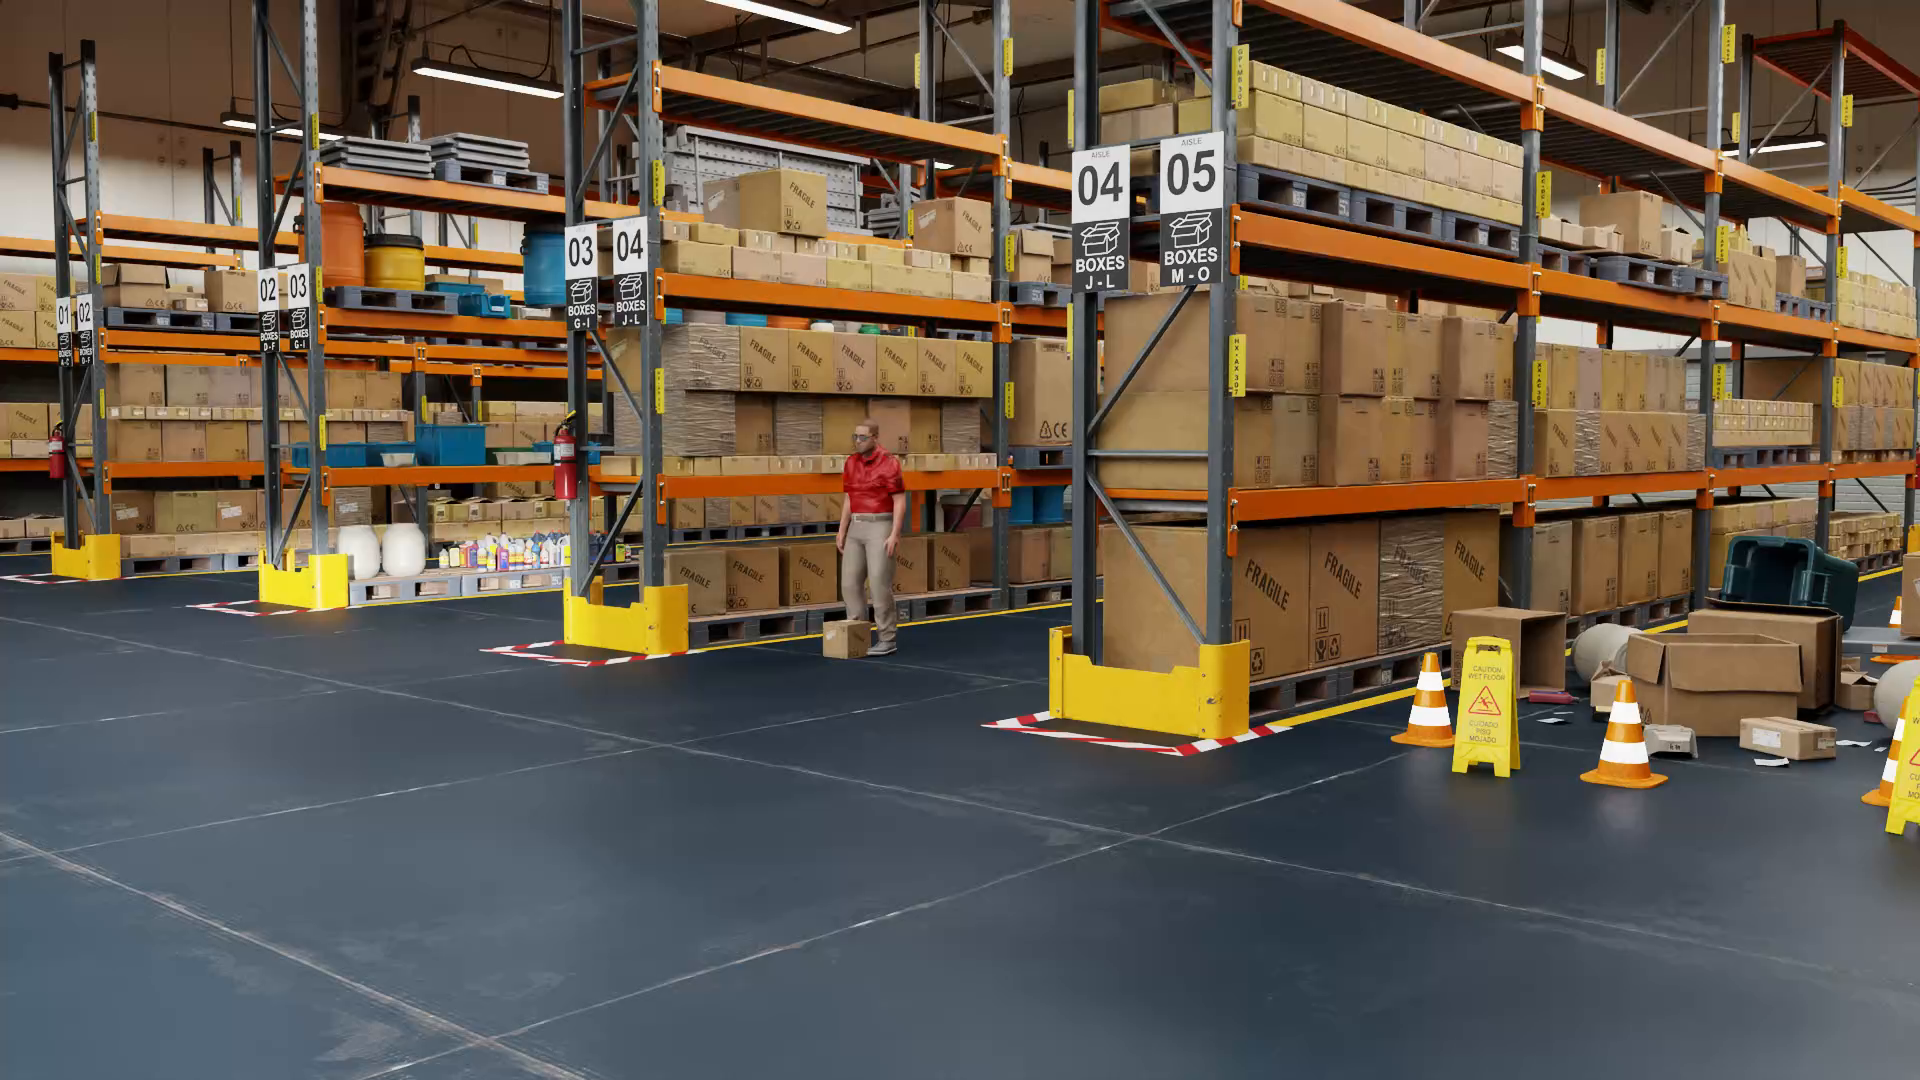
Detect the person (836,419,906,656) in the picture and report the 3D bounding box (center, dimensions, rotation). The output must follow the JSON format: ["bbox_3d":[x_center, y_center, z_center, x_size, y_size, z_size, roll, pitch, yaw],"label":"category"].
[{"bbox_3d":[-0.664,-0.027,12.283,0.588,1.726,0.390,3,5,38],"label":"person"}]
